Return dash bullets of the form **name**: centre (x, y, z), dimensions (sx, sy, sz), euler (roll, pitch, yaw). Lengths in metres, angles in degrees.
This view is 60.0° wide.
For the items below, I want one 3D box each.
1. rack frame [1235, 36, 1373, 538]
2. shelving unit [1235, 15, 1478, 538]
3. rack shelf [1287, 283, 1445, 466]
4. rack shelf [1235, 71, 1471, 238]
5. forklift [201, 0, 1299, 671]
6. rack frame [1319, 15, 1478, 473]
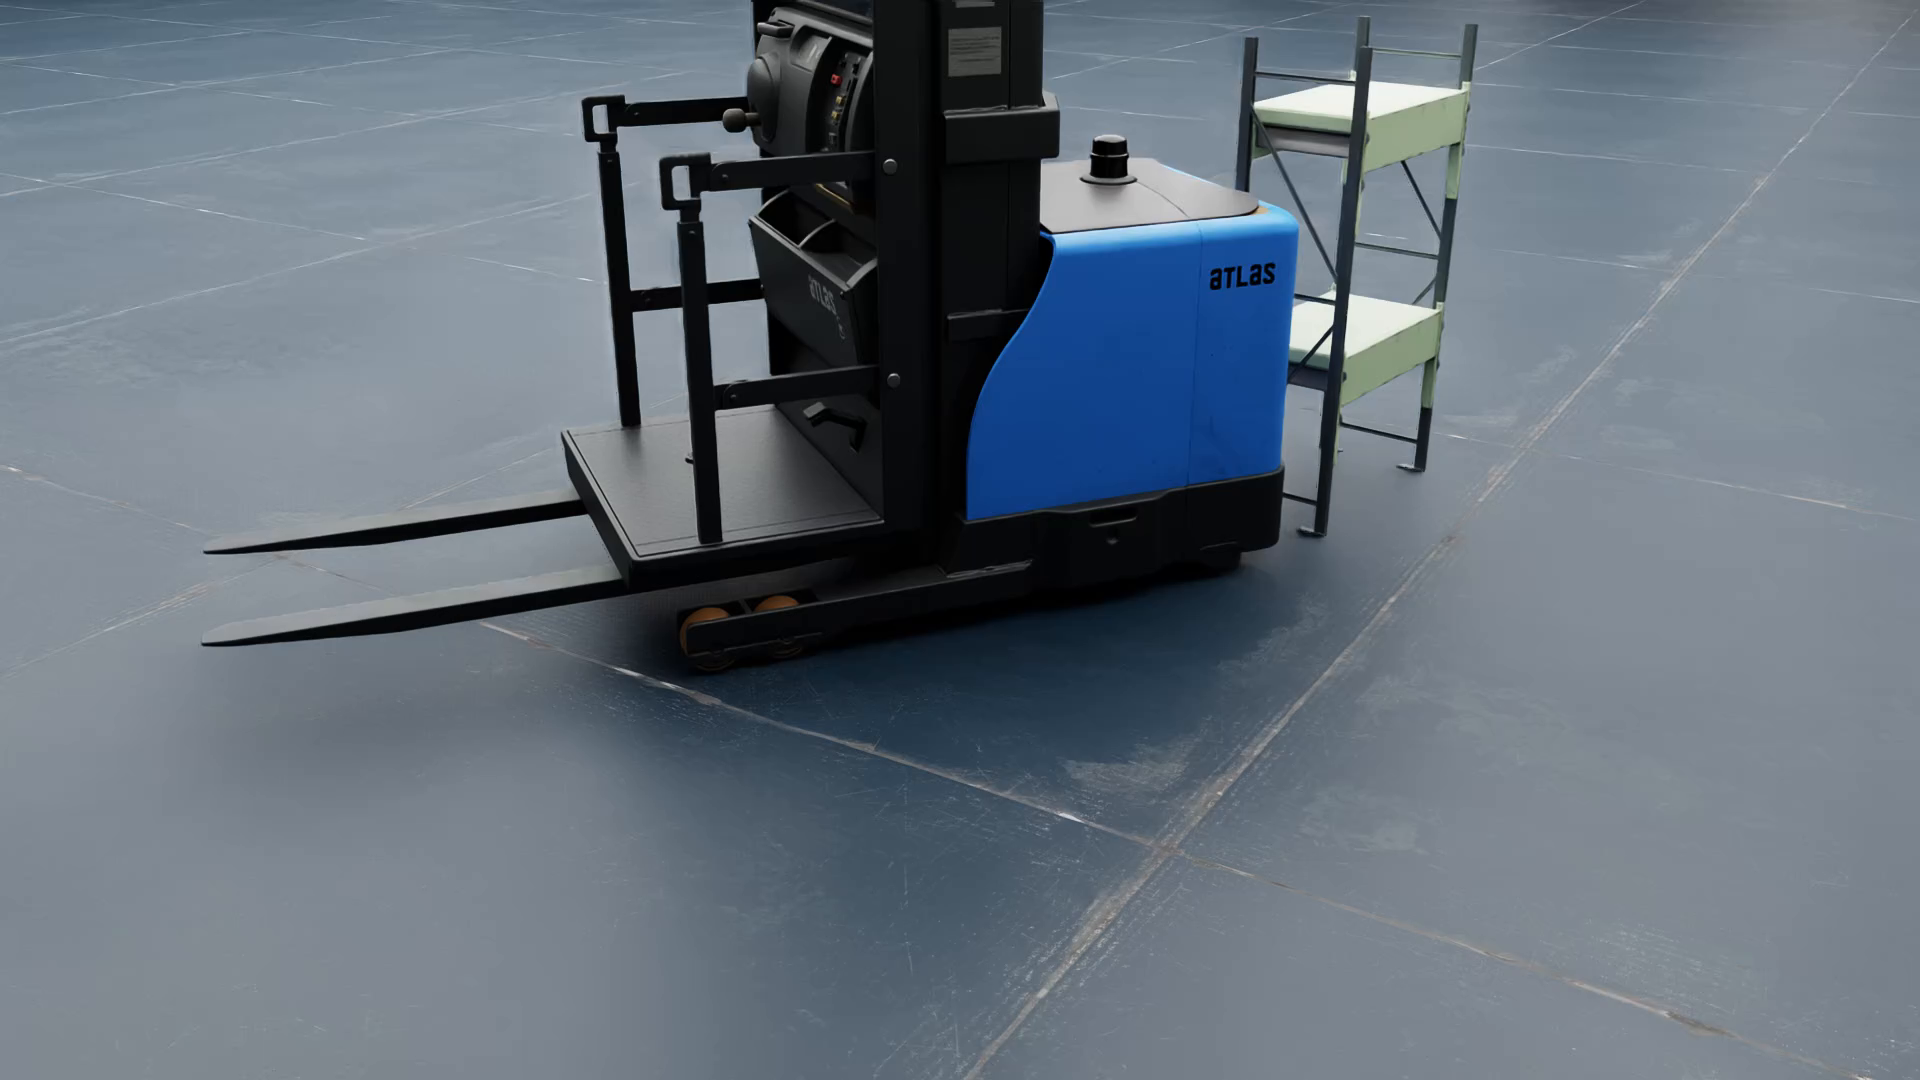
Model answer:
- **rack frame**: centre (1.003, -0.750, 5.093), dimensions (0.400, 1.500, 0.023), euler (18, 29, 35)
- **shelving unit**: centre (1.233, -0.863, 5.355), dimensions (0.431, 1.500, 0.755), euler (18, 29, 35)
- **rack shelf**: centre (1.233, -0.563, 5.484), dimensions (0.431, 0.370, 0.720), euler (18, 29, 35)
- **rack shelf**: centre (1.233, -1.221, 5.200), dimensions (0.431, 0.370, 0.720), euler (18, 29, 35)
- **forklift**: centre (-0.592, -1.233, 4.408), dimensions (3.031, 2.935, 1.130), euler (-9, 25, -20)
- **rack frame**: centre (1.463, -0.976, 5.616), dimensions (0.400, 1.500, 0.023), euler (18, 29, 35)
